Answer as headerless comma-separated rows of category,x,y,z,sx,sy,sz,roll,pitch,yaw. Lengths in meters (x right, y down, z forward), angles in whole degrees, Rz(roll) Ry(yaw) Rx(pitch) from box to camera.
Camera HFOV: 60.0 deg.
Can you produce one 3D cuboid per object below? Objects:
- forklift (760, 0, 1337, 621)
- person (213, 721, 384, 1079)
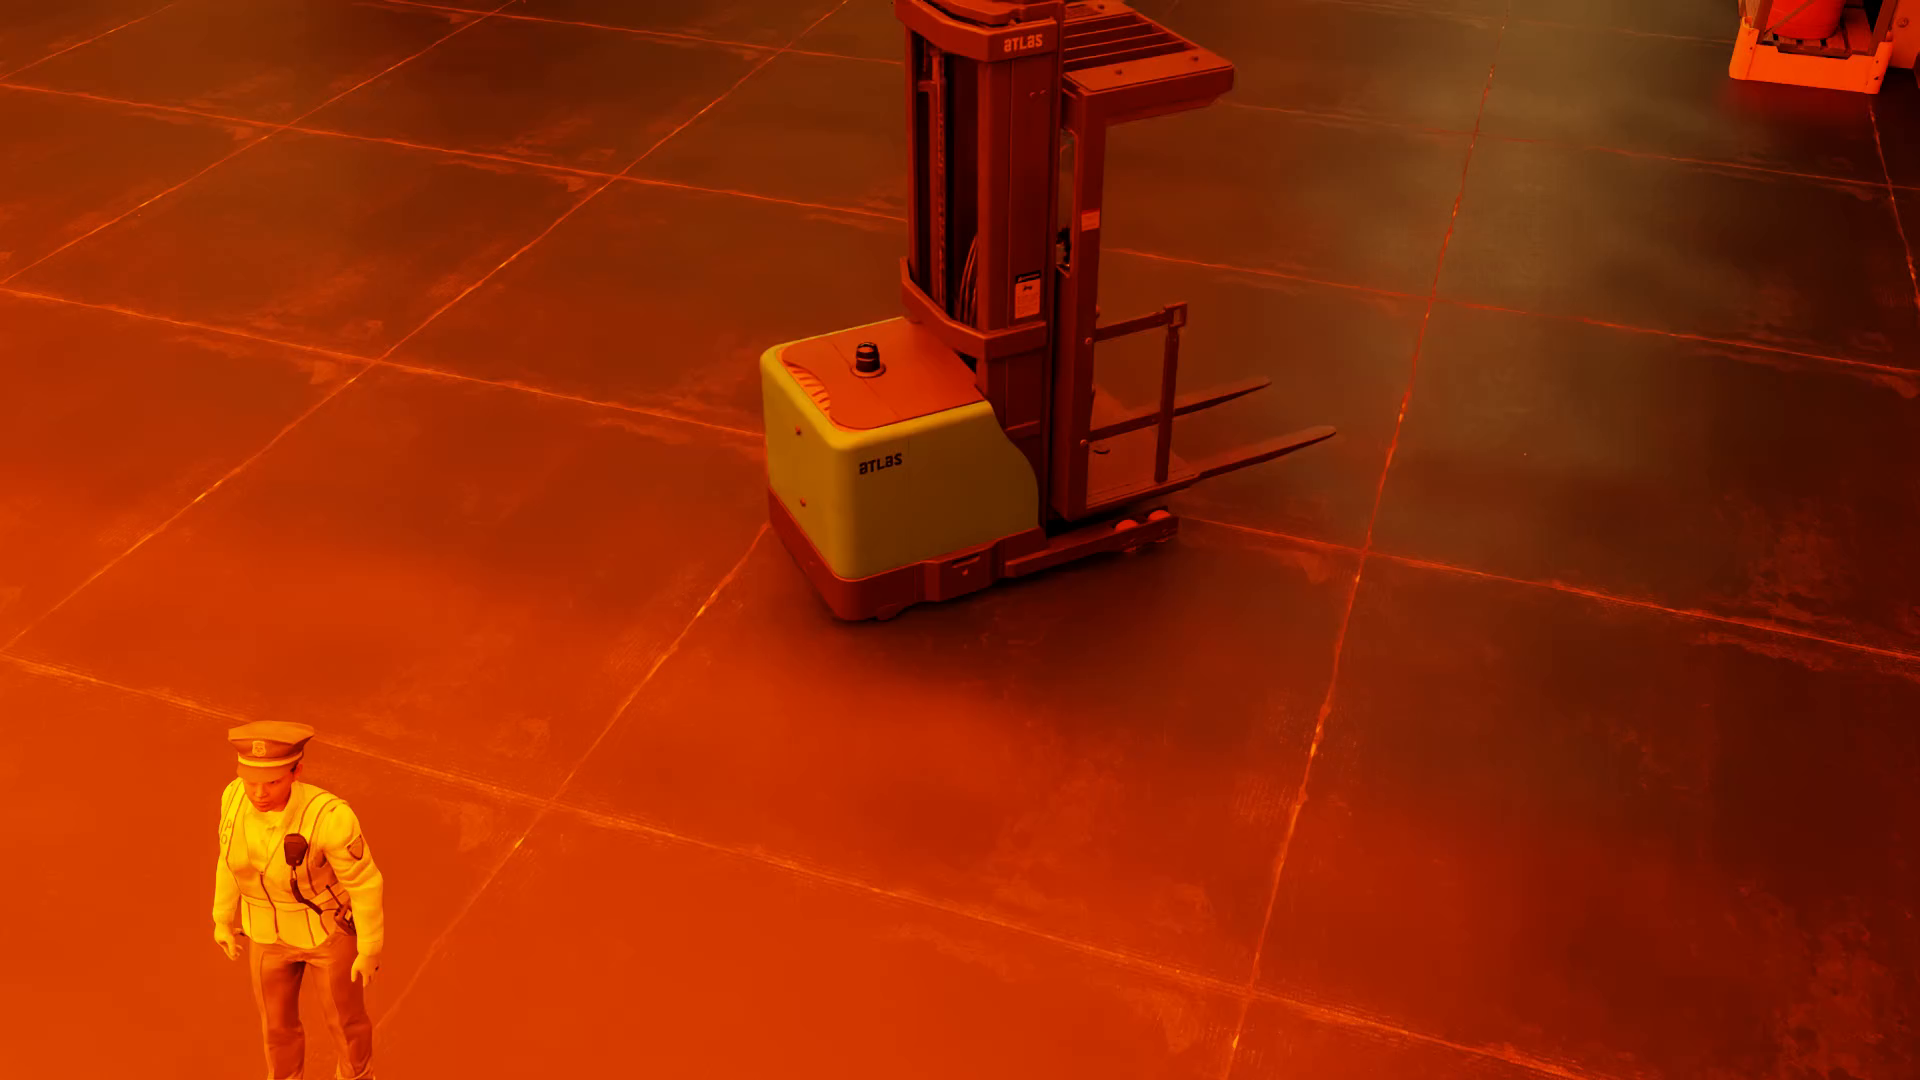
forklift,0.562,-1.389,8.070,3.031,2.935,1.130,-16,38,-21
person,-2.138,1.299,5.335,0.586,1.695,0.532,6,36,9
